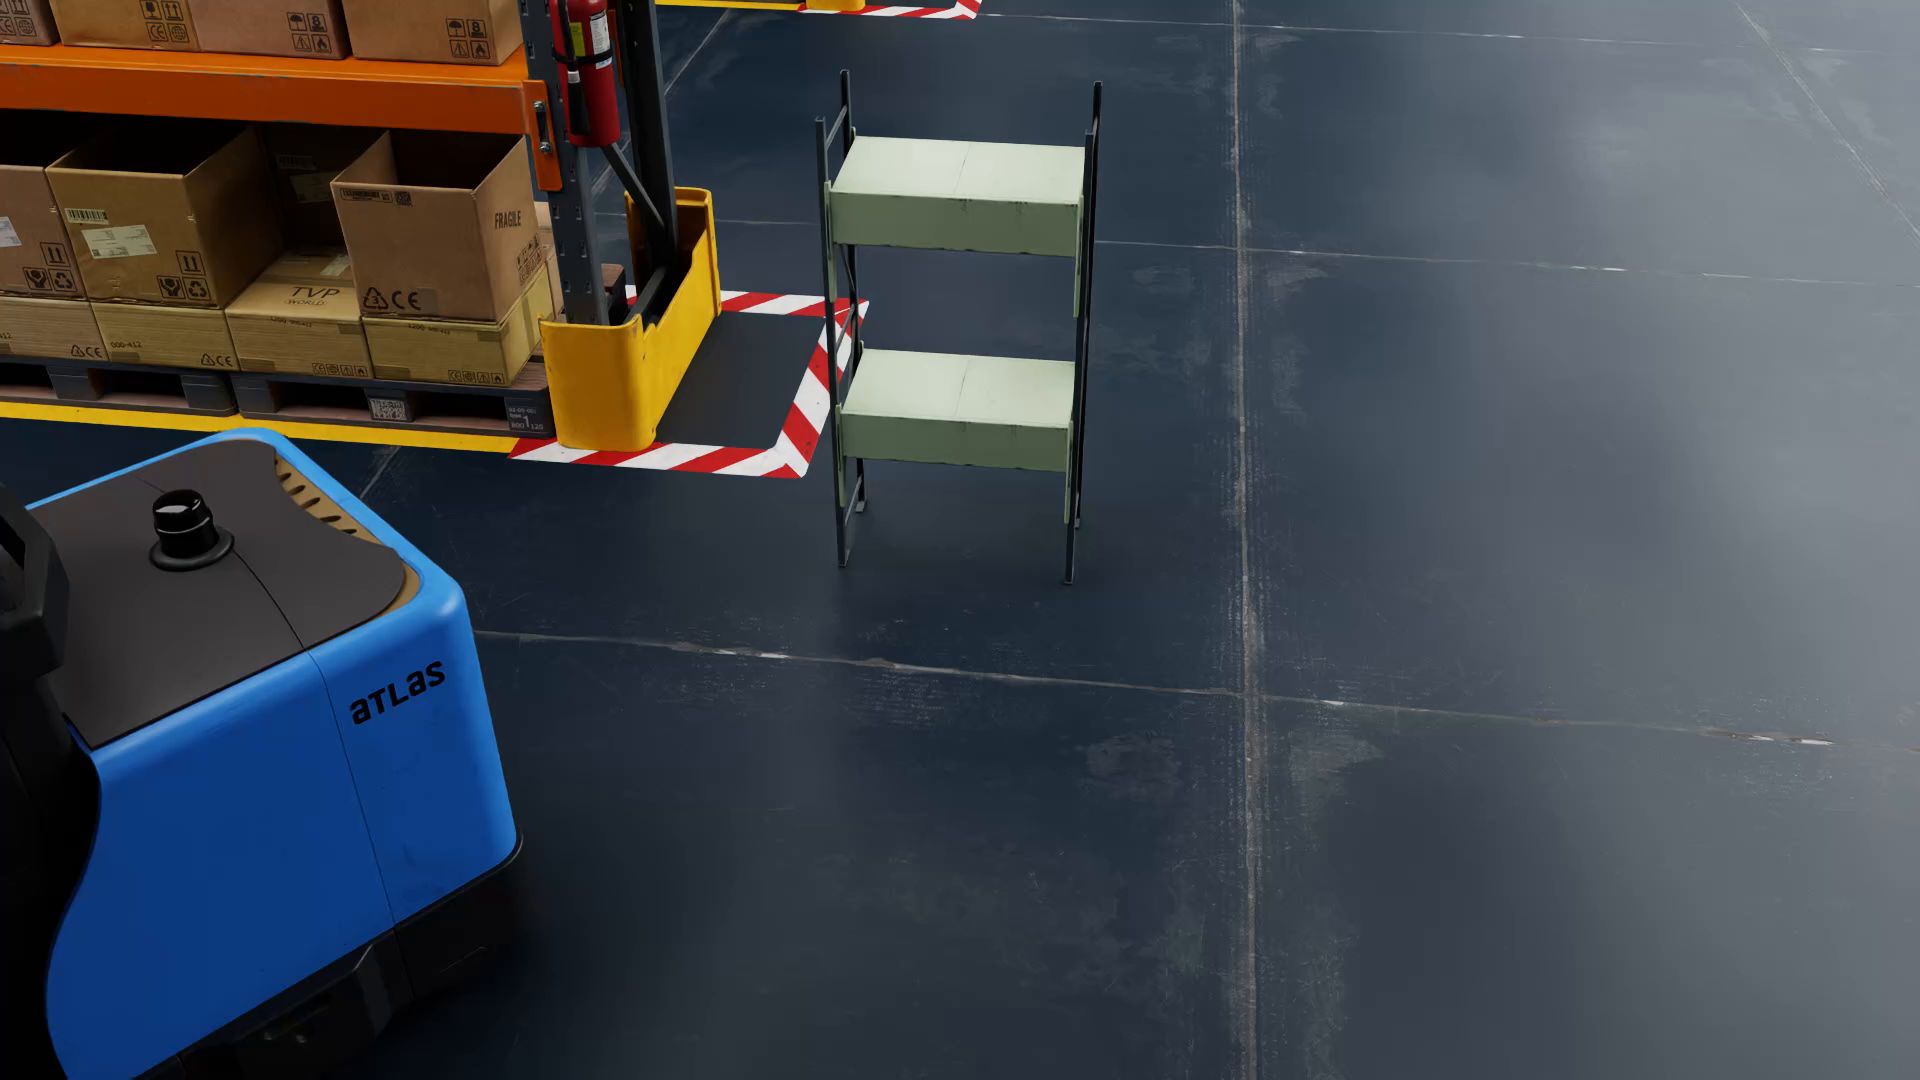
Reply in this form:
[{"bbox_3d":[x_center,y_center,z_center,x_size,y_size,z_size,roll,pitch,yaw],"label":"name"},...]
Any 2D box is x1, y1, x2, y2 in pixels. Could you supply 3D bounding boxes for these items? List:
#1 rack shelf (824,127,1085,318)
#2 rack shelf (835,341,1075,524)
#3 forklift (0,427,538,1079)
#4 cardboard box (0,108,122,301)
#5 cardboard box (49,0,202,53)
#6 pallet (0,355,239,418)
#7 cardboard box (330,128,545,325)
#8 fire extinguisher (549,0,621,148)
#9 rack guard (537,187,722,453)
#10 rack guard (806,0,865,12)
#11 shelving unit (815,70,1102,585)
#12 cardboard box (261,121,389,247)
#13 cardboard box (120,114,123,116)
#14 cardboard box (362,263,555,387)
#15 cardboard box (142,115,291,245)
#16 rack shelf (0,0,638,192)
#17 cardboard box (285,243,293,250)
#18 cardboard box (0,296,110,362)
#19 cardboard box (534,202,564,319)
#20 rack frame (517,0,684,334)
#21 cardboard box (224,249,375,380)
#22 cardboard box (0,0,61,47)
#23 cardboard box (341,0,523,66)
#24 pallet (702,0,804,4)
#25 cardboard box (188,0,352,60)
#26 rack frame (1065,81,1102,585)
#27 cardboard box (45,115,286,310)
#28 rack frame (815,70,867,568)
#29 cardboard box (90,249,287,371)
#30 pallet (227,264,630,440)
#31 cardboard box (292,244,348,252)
[{"bbox_3d":[0.007,-0.928,4.828,0.720,0.370,0.431,4,36,6],"label":"rack shelf"},{"bbox_3d":[0.007,-0.345,5.244,0.720,0.370,0.431,4,36,6],"label":"rack shelf"},{"bbox_3d":[-2.450,0.174,2.724,3.031,2.935,1.130,-29,45,-34],"label":"forklift"},{"bbox_3d":[-3.297,-1.207,5.960,0.500,0.500,0.500,4,36,6],"label":"cardboard box"},{"bbox_3d":[-2.713,-2.038,5.678,0.500,0.500,0.700,4,36,6],"label":"cardboard box"},{"bbox_3d":[-3.208,-0.868,6.525,1.213,0.211,1.003,4,36,6],"label":"pallet"},{"bbox_3d":[-1.808,-1.104,5.816,0.500,0.500,0.500,4,36,6],"label":"cardboard box"},{"bbox_3d":[-1.180,-1.571,5.177,0.183,0.674,0.296,4,36,6],"label":"fire extinguisher"},{"bbox_3d":[-1.214,-0.860,6.265,0.348,0.500,1.175,4,36,6],"label":"rack guard"},{"bbox_3d":[-0.685,-3.694,10.236,0.348,0.500,1.175,4,36,6],"label":"rack guard"},{"bbox_3d":[0.007,-0.610,5.055,0.755,1.500,0.431,4,36,6],"label":"shelving unit"},{"bbox_3d":[-2.238,-1.439,6.286,0.500,0.500,0.500,4,36,6],"label":"cardboard box"},{"bbox_3d":[-3.229,-1.516,6.393,0.500,0.500,0.500,4,36,6],"label":"cardboard box"},{"bbox_3d":[-1.807,-0.800,6.035,0.500,0.250,0.500,4,36,6],"label":"cardboard box"},{"bbox_3d":[-2.735,-1.469,6.327,0.500,0.500,0.500,4,36,6],"label":"cardboard box"},{"bbox_3d":[-3.222,-1.734,5.958,4.000,0.370,1.077,4,36,6],"label":"rack shelf"},{"bbox_3d":[-2.734,-1.170,6.554,0.500,0.250,0.500,4,36,6],"label":"cardboard box"},{"bbox_3d":[-3.297,-0.904,6.181,0.500,0.250,0.500,4,36,6],"label":"cardboard box"},{"bbox_3d":[-1.741,-1.098,6.453,0.500,0.250,0.500,4,36,6],"label":"cardboard box"},{"bbox_3d":[-1.238,-1.879,5.541,0.127,3.000,1.000,4,36,6],"label":"rack frame"},{"bbox_3d":[-2.305,-0.830,6.077,0.500,0.250,0.500,4,36,6],"label":"cardboard box"},{"bbox_3d":[-3.235,-2.074,5.729,0.500,0.500,0.700,5,36,7],"label":"cardboard box"},{"bbox_3d":[-1.699,-1.961,5.571,0.500,0.500,0.700,4,36,6],"label":"cardboard box"},{"bbox_3d":[-1.490,-3.639,10.408,1.213,0.211,1.003,4,36,6],"label":"pallet"},{"bbox_3d":[-2.221,-1.997,5.622,0.500,0.500,0.700,5,36,7],"label":"cardboard box"},{"bbox_3d":[0.370,-0.583,5.017,0.023,1.500,0.400,4,36,6],"label":"rack frame"},{"bbox_3d":[-2.801,-1.169,5.907,0.500,0.500,0.500,4,36,6],"label":"cardboard box"},{"bbox_3d":[-0.356,-0.637,5.093,0.023,1.500,0.400,4,36,6],"label":"rack frame"},{"bbox_3d":[-2.801,-0.866,6.128,0.500,0.250,0.500,4,36,6],"label":"cardboard box"},{"bbox_3d":[-2.002,-0.776,6.397,1.213,0.211,1.003,4,36,6],"label":"pallet"},{"bbox_3d":[-2.238,-1.133,6.502,0.500,0.250,0.500,4,36,6],"label":"cardboard box"}]
